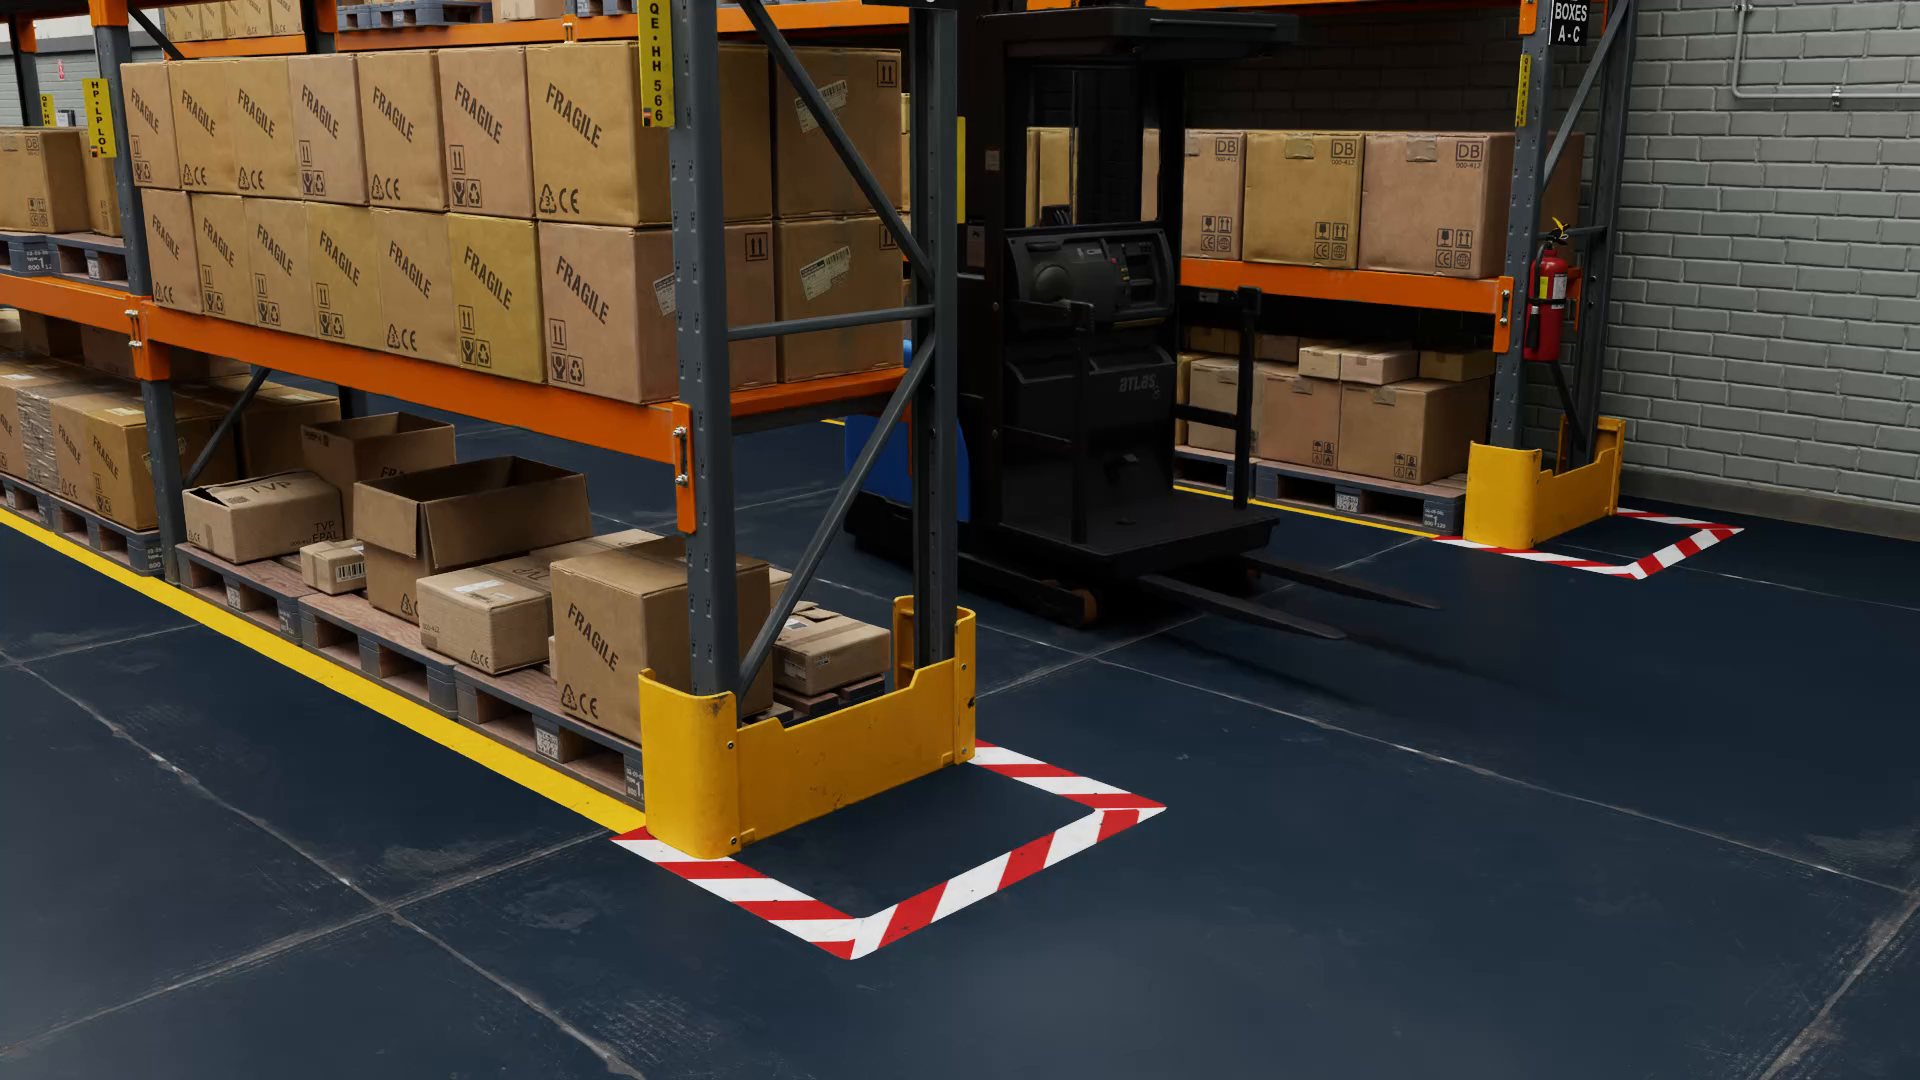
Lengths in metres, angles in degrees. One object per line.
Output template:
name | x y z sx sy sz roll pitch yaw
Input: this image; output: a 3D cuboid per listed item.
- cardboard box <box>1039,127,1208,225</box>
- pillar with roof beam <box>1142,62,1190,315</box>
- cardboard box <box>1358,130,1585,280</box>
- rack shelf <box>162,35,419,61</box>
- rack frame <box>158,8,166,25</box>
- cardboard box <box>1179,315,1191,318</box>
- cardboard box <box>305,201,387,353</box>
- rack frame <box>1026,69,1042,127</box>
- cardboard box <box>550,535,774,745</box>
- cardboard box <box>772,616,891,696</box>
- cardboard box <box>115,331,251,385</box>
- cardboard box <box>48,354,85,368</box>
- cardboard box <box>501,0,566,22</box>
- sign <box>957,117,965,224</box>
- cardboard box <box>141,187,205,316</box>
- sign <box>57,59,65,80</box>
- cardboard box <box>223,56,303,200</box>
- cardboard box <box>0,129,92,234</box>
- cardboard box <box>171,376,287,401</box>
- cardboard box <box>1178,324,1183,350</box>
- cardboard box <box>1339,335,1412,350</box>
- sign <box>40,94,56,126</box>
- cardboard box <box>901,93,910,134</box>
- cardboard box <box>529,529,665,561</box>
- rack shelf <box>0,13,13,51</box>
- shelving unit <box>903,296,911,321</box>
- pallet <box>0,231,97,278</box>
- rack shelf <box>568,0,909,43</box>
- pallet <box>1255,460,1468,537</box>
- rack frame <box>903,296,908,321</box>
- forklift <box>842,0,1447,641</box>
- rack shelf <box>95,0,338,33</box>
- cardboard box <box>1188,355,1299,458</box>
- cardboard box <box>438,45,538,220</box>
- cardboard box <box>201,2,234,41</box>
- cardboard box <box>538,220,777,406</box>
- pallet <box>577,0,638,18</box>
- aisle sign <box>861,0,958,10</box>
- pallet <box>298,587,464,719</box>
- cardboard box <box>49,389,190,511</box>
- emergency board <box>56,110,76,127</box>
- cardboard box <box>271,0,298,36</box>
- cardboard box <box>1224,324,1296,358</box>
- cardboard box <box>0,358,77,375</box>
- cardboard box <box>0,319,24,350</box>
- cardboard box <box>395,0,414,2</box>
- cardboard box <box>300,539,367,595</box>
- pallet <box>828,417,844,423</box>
cardboard box | 1.061 -2.153 10.150 0.700 0.700 0.980 13 19 41
pillar with roof beam | -1.724 -4.390 7.435 0.400 9.000 9.100 14 20 42
cardboard box | 2.665 -1.767 8.669 0.980 0.700 0.700 -13 20 -42
rack shelf | -7.039 -5.088 17.487 4.000 0.370 1.077 14 20 42
rack frame | -8.479 -7.237 18.361 0.127 3.000 1.000 14 20 42
cardboard box | 1.231 -1.316 10.371 0.250 0.149 0.380 13 19 40
cardboard box | -2.002 -0.978 6.040 0.500 0.500 0.500 13 20 41
rack frame | 0.160 -2.234 11.057 0.127 3.000 1.000 14 20 42
cardboard box | -0.959 0.312 5.371 0.500 0.500 0.500 14 20 42
cardboard box | -0.459 0.397 5.742 0.250 0.149 0.380 14 20 42
cardboard box | -4.175 -1.004 8.936 0.500 0.250 0.500 14 20 42
cardboard box | -4.947 -0.826 9.738 0.500 0.500 0.500 13 19 40
cardboard box | -3.426 -4.429 13.670 0.500 0.311 0.500 14 20 42
sign | -0.020 -1.152 5.186 0.005 0.325 0.100 14 20 42
cardboard box | -3.098 -1.244 7.059 0.500 0.500 0.500 -14 20 -43
sign | -13.383 -7.000 24.749 0.199 0.298 0.001 14 20 42
cardboard box | -2.391 -1.553 6.261 0.500 0.500 0.500 13 19 41
cardboard box | -4.591 -1.884 8.682 0.500 0.500 0.700 8 17 28
cardboard box | -3.847 -0.558 8.709 0.500 0.500 0.500 14 20 43
cardboard box | 1.123 -1.208 9.957 0.250 0.149 0.380 13 19 41
cardboard box | 2.329 -1.049 9.347 0.250 0.149 0.380 14 20 42
sign | -5.786 -2.657 10.539 0.005 0.325 0.100 14 20 42
cardboard box | -0.354 -2.834 11.046 0.500 0.250 0.500 -14 20 -43
cardboard box | -1.311 0.162 6.443 0.500 0.250 0.500 14 20 42
rack shelf | -7.595 -3.488 11.347 4.000 0.370 1.077 14 20 42
shelving unit | -0.338 -0.712 8.783 0.258 1.200 0.503 -11 18 -37
pallet | -4.752 -1.602 9.012 1.213 0.211 1.003 14 20 42
rack shelf | -1.280 -3.688 12.113 4.000 0.370 1.077 14 20 42
pallet | 2.409 -0.310 9.205 1.213 0.211 1.003 14 20 42
rack frame | -0.187 -0.663 8.598 0.240 1.200 0.015 -11 18 -37
forklift | 0.719 -1.188 7.179 1.130 2.935 3.031 -11 18 -37
rack shelf | -1.836 -2.088 5.973 4.000 0.370 1.077 14 20 42
cardboard box | 1.743 -0.808 9.707 0.500 0.500 0.700 13 19 40
cardboard box | -1.272 -1.283 5.225 0.500 0.500 0.500 -14 20 -43
cardboard box | -7.673 -5.549 17.594 0.500 0.500 0.500 -13 20 -42
cardboard box | -0.908 -0.712 5.016 0.500 0.500 0.500 -14 20 -42
pallet | -2.219 -4.191 12.994 1.213 0.211 1.003 -13 20 -42
aisle sign | -0.144 -1.934 4.748 0.004 0.787 0.394 14 20 42
pallet | -1.900 0.349 6.674 1.213 0.211 1.003 14 20 42
cardboard box | -4.180 -0.460 8.334 0.500 0.500 0.500 14 20 42
emergency board | -13.446 -5.858 24.966 0.643 1.169 0.194 14 20 42
cardboard box | -6.490 -5.278 16.553 0.500 0.500 0.500 12 19 38
cardboard box | 1.781 -1.182 9.857 0.250 0.149 0.380 14 20 43
cardboard box | -5.288 -0.727 9.358 0.500 0.500 0.500 13 20 41
cardboard box | -6.329 -1.323 11.070 0.500 0.311 0.500 -14 20 -42
cardboard box | -4.818 -5.028 15.174 0.500 0.311 0.500 -14 20 -42
cardboard box | -2.494 0.086 6.899 0.250 0.166 0.380 14 20 42
pallet | -0.448 -1.006 11.875 1.213 0.211 1.003 14 20 42
